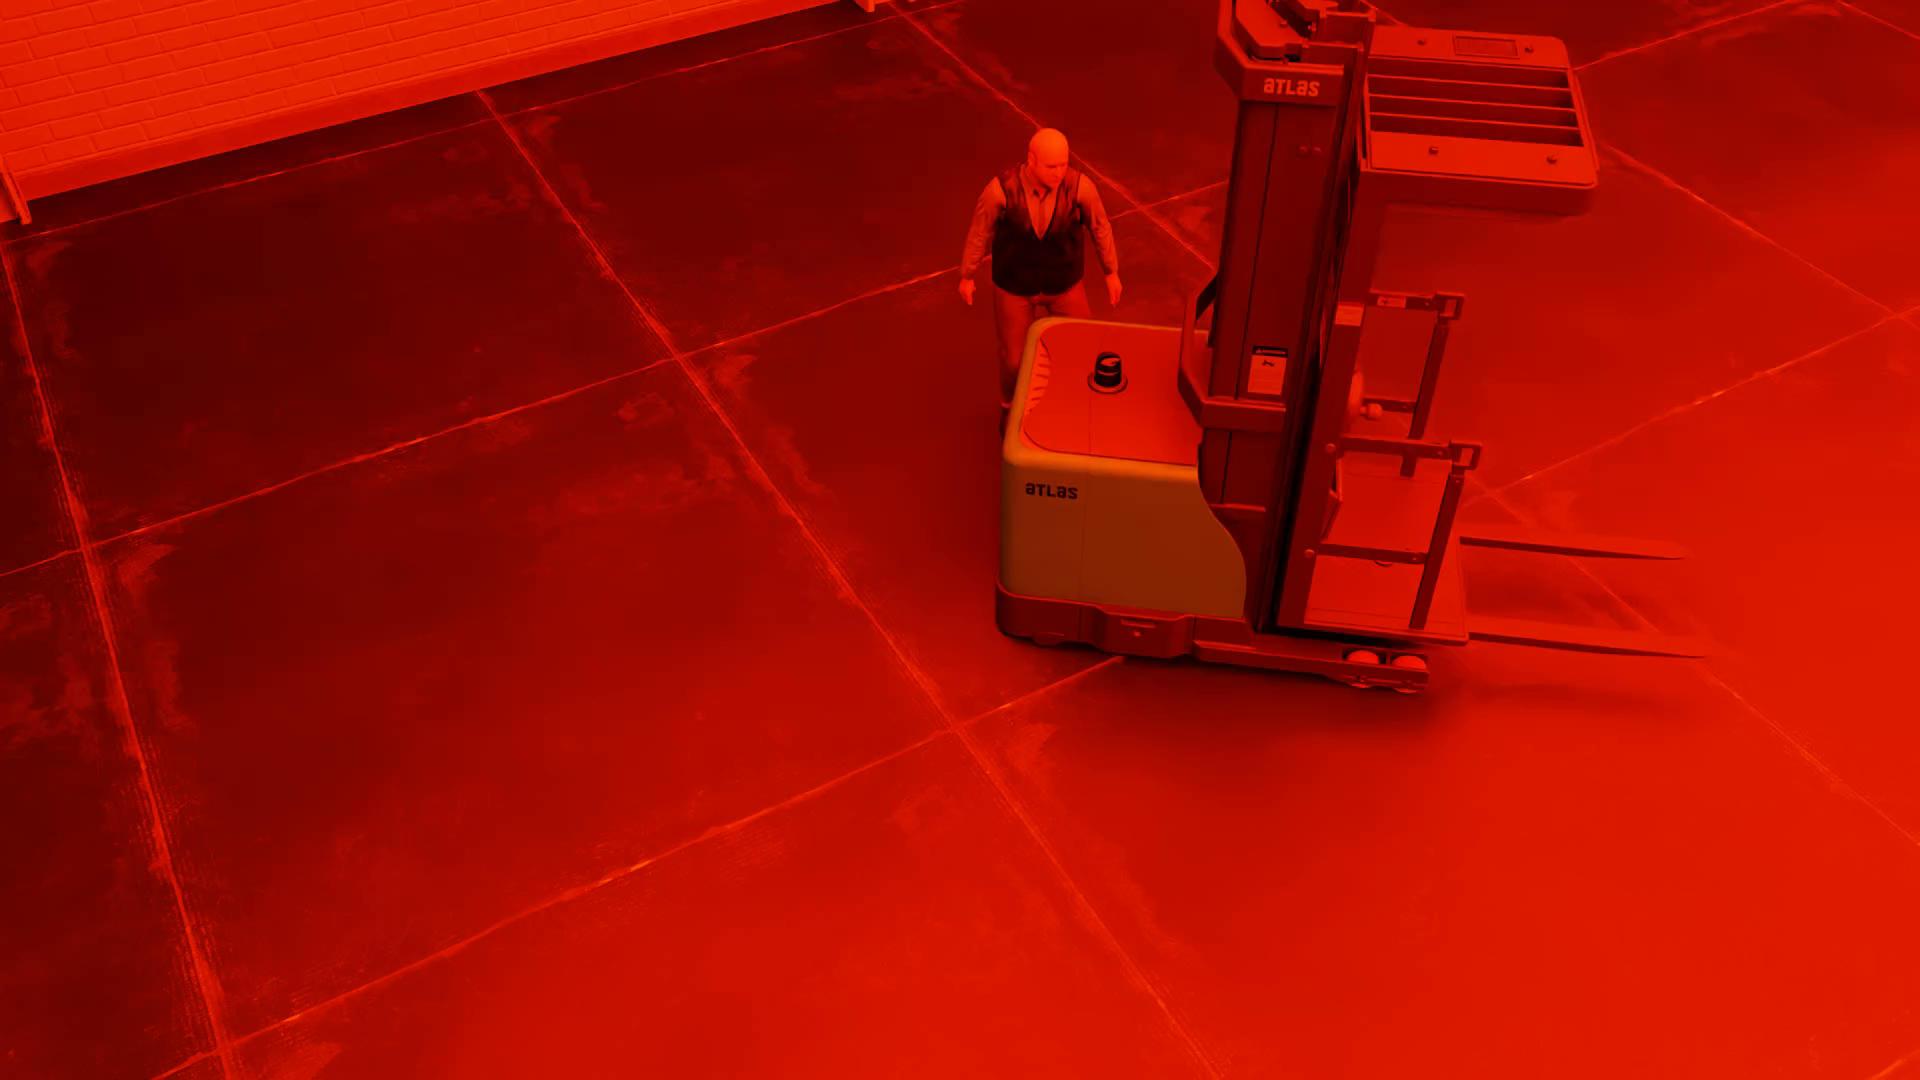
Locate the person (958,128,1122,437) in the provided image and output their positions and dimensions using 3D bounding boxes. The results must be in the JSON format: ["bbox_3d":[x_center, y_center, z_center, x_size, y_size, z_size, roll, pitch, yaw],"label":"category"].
[{"bbox_3d":[0.405,-1.220,7.925,0.817,1.695,0.387,-3,43,-4],"label":"person"}]

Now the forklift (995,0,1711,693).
[{"bbox_3d":[1.718,-0.808,6.569,3.031,2.935,1.130,6,43,6],"label":"forklift"}]
